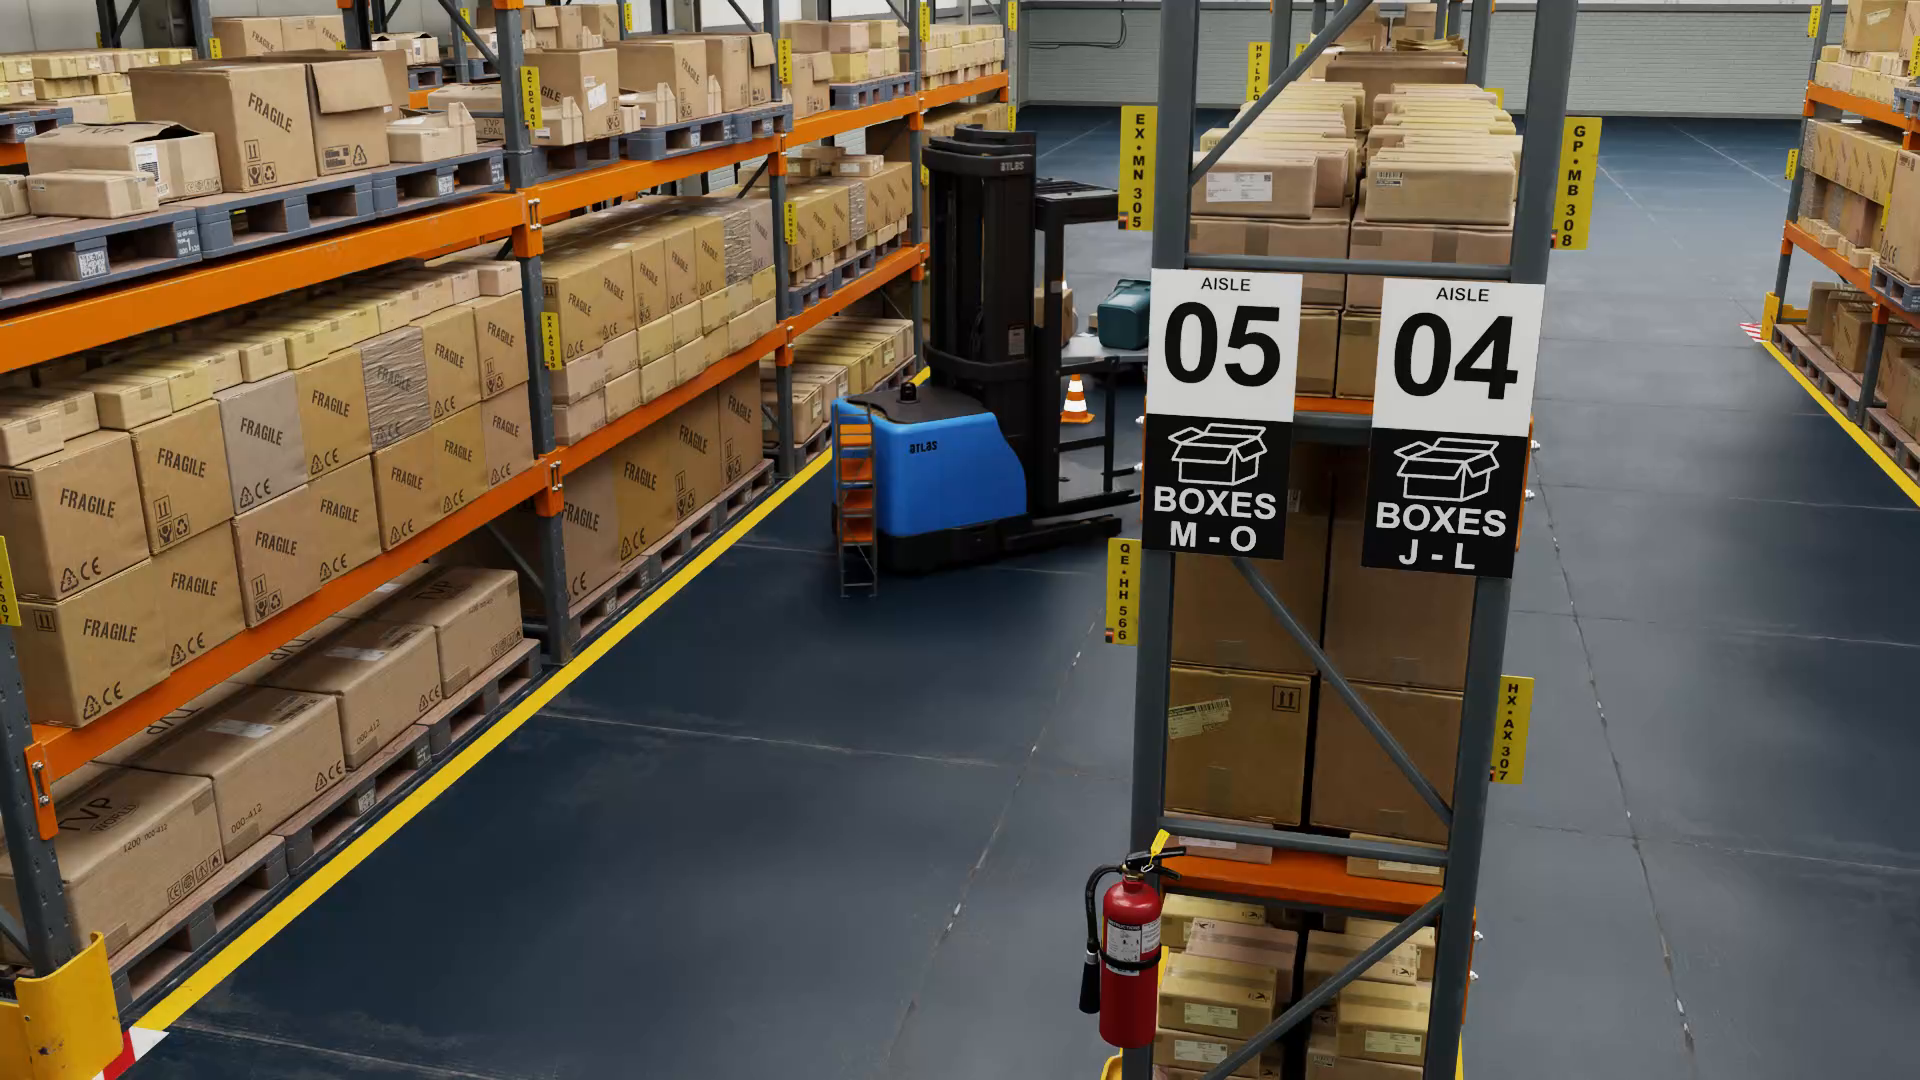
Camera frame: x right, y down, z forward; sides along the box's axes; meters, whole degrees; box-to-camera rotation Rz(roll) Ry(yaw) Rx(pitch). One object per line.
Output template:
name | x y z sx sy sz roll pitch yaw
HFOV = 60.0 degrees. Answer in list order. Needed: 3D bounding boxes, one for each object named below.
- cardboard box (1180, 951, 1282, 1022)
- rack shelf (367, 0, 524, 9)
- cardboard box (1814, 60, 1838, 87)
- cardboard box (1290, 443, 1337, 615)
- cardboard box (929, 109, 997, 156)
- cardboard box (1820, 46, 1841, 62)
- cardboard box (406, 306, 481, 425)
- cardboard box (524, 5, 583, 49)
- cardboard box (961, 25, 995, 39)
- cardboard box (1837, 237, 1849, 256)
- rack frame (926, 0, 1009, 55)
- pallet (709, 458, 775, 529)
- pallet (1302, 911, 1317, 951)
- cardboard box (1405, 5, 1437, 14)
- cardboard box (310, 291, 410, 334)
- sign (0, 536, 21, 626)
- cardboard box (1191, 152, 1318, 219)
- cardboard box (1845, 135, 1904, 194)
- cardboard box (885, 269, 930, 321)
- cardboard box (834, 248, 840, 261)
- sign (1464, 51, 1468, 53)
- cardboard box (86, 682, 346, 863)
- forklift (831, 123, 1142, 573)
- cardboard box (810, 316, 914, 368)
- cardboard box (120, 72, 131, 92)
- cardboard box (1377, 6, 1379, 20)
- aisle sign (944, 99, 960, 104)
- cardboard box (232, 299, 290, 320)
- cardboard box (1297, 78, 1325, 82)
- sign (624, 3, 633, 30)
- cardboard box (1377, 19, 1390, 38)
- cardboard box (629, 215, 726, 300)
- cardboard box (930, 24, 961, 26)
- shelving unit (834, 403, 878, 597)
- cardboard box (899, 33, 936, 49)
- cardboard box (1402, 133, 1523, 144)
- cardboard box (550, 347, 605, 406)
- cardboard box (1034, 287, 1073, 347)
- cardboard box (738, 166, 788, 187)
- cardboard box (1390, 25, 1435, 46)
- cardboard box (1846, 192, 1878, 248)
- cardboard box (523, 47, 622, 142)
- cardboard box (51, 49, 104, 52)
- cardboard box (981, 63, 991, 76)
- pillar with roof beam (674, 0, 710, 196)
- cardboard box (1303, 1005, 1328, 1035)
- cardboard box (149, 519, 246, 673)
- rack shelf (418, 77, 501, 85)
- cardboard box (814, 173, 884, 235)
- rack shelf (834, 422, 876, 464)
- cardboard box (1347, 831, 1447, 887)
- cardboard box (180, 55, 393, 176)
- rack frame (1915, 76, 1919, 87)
cardboard box | 0.977 1.643 6.037 0.380 0.149 0.250 4 19 12
rack shelf | -2.350 -3.650 10.684 1.077 0.370 4.000 5 19 13
cardboard box | 9.335 -4.910 17.514 0.500 0.250 0.500 5 20 15
cardboard box | 1.003 -0.084 5.631 0.500 0.500 0.500 4 19 12
cardboard box | 0.025 -4.633 18.949 0.700 0.500 0.500 4 19 13
cardboard box | 9.254 -5.088 17.418 0.380 0.149 0.250 5 20 15
cardboard box | -2.818 -0.906 8.499 0.500 0.500 0.500 4 19 13
cardboard box | -4.940 -6.108 19.829 0.700 0.500 0.500 5 19 14
cardboard box | 0.197 -5.946 19.469 0.380 0.149 0.250 5 19 14
cardboard box | 8.874 -2.879 16.366 0.380 0.149 0.250 5 19 13
rack frame | 0.093 -7.314 19.679 1.000 3.000 0.127 5 19 13
pallet | -2.127 -0.407 13.052 1.003 0.211 1.213 5 19 13
pallet | 1.560 1.562 7.288 1.003 0.211 1.213 5 19 13
cardboard box | 4.854 -5.509 17.386 0.380 0.149 0.250 4 19 13
cardboard box | -2.916 -1.106 8.080 0.380 0.149 0.250 5 19 13
sign | -3.279 0.138 5.680 0.100 0.325 0.005 5 19 13
cardboard box | 0.805 -1.002 4.682 0.380 0.149 0.250 4 19 13
cardboard box | 8.813 -3.576 15.855 0.500 0.500 0.500 5 19 13
cardboard box | -0.478 -2.637 17.712 0.500 0.500 0.500 6 20 16
cardboard box | -1.287 -2.561 14.783 0.380 0.149 0.250 5 20 16
sign | 3.489 -3.229 11.560 0.100 0.325 0.005 5 19 13
cardboard box | -3.536 1.051 7.783 0.875 0.438 0.875 5 20 15
forklift | 0.598 -1.496 12.034 3.031 2.935 1.130 -11 22 -29
cardboard box | -1.010 -2.012 16.853 0.950 0.372 0.625 5 19 14
cardboard box | -6.700 -3.605 13.077 0.380 0.149 0.250 5 20 15
cardboard box | 4.154 -5.482 17.306 0.380 0.149 0.250 5 19 14
aisle sign | -0.192 -5.749 20.357 0.394 0.787 0.004 5 19 13
cardboard box | -3.431 -1.059 7.941 0.380 0.149 0.250 5 19 13
cardboard box | 2.334 -2.603 10.372 0.500 0.500 0.500 5 19 13
sign | -4.198 -6.620 21.040 0.100 0.325 0.005 5 19 13
cardboard box | 4.306 -5.403 17.691 0.500 0.250 0.500 5 19 13
cardboard box | -1.979 -1.989 11.668 0.500 0.500 0.500 5 19 13
cardboard box | -0.191 -6.058 19.797 0.380 0.149 0.250 5 19 13
shelving unit | -0.697 -0.272 11.128 0.258 1.200 0.503 -2 19 -5
cardboard box | -0.455 -5.056 16.864 0.380 0.149 0.250 5 20 15
cardboard box | 1.586 -1.192 5.238 0.380 0.149 0.250 5 19 14
cardboard box | -2.458 -0.995 9.919 0.500 0.250 0.500 4 19 12
cardboard box | 0.849 -2.266 16.876 0.500 0.500 0.500 5 19 13
cardboard box | -1.735 -3.196 14.637 0.380 0.149 0.250 4 19 11
cardboard box | 4.332 -4.729 15.718 0.500 0.250 0.500 5 19 14
cardboard box | 9.076 -3.082 15.954 0.875 0.500 0.500 5 19 13
cardboard box | -2.342 -2.633 9.810 0.500 0.500 0.500 4 19 12
cardboard box | -7.124 -3.866 13.379 0.380 0.149 0.250 5 19 14
cardboard box | 0.150 -5.481 19.340 0.380 0.149 0.250 5 20 15
pillar with roof beam | -0.124 -9.098 24.903 9.100 9.000 0.400 5 19 13
cardboard box | 1.486 1.744 6.203 0.380 0.149 0.250 5 19 14
cardboard box | -3.324 0.204 6.795 0.500 0.500 0.500 4 19 13
rack shelf | -5.209 -5.318 19.589 1.077 0.370 4.000 5 19 13
cardboard box | -1.026 -3.128 15.442 0.500 0.500 0.500 5 20 15
rack shelf | -0.697 -0.644 11.001 0.258 0.148 0.480 -2 19 -5
cardboard box | 1.406 0.942 5.177 0.380 0.149 0.250 4 19 13
cardboard box | -3.137 -2.003 7.806 0.797 0.503 0.637 6 20 18
rack frame | 8.726 -5.278 13.717 1.000 3.000 0.127 5 19 13
